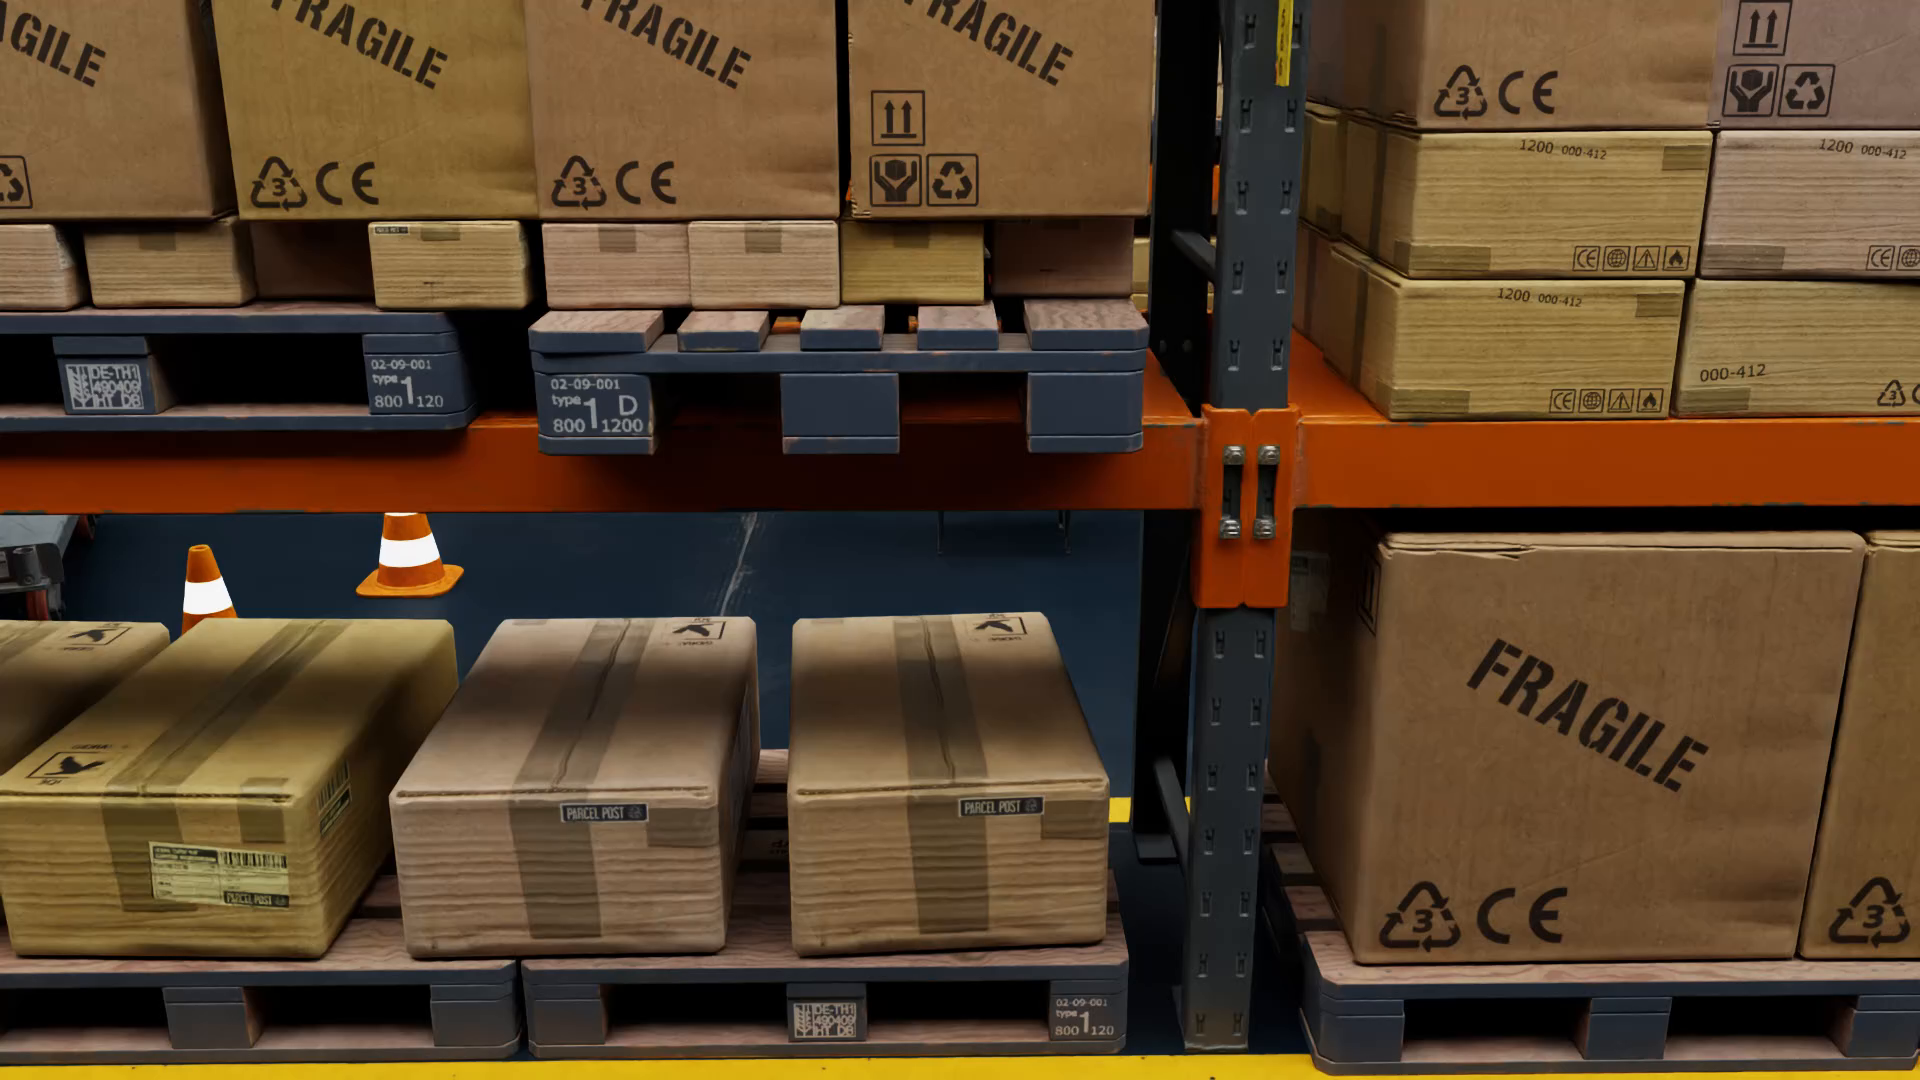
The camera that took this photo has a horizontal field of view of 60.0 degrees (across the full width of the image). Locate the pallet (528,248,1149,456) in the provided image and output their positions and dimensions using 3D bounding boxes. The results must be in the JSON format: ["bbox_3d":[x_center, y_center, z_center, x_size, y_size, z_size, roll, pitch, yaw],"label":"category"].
[{"bbox_3d":[-0.204,-0.423,3.270,1.003,0.211,1.213,0,18,-1],"label":"pallet"}]

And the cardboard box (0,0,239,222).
[{"bbox_3d":[-1.510,-0.842,2.922,0.500,0.500,0.500,-1,18,-3],"label":"cardboard box"}]

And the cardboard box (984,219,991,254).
[{"bbox_3d":[0.179,-0.686,3.499,0.250,0.149,0.380,-1,18,-4],"label":"cardboard box"}]

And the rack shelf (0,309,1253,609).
[{"bbox_3d":[-1.492,-0.198,3.433,4.000,0.370,1.077,0,18,-1],"label":"rack shelf"}]

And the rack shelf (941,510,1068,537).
[{"bbox_3d":[0.166,-0.321,6.447,0.480,0.518,0.431,0,18,-1],"label":"rack shelf"}]

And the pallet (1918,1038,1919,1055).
[{"bbox_3d":[2.514,0.792,3.735,1.213,0.211,1.003,0,18,-1],"label":"pallet"}]

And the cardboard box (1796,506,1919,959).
[{"bbox_3d":[2.091,0.280,3.554,0.875,0.875,0.875,0,18,0],"label":"cardboard box"}]

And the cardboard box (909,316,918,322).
[{"bbox_3d":[-0.282,-1.215,8.420,0.750,0.750,1.050,-1,18,-2],"label":"cardboard box"}]

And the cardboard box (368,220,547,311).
[{"bbox_3d":[-0.862,-0.515,2.965,0.250,0.149,0.380,0,18,0],"label":"cardboard box"}]

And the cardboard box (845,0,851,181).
[{"bbox_3d":[-0.467,-1.004,3.427,0.500,0.500,0.500,1,18,2],"label":"cardboard box"}]

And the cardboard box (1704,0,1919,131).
[{"bbox_3d":[1.500,-1.007,2.976,0.500,0.500,0.500,0,18,-1],"label":"cardboard box"}]

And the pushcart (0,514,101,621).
[{"bbox_3d":[-3.578,0.021,5.863,0.936,0.377,1.648,-7,19,-20],"label":"pushcart"}]

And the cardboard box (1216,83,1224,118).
[{"bbox_3d":[1.317,-2.085,7.861,0.250,0.149,0.380,1,18,2],"label":"cardboard box"}]

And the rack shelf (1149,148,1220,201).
[{"bbox_3d":[2.328,-1.729,8.204,4.000,0.370,1.077,0,18,-1],"label":"rack shelf"}]

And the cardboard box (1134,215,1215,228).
[{"bbox_3d":[1.008,-1.512,8.527,0.500,0.250,0.500,-1,18,-2],"label":"cardboard box"}]

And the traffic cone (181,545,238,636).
[{"bbox_3d":[-2.274,0.243,5.032,0.334,0.463,0.336,0,18,-1],"label":"traffic cone"}]

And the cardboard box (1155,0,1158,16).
[{"bbox_3d":[1.734,-4.103,12.622,0.637,0.503,0.797,0,18,0],"label":"cardboard box"}]

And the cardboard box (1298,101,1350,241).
[{"bbox_3d":[0.988,-0.797,3.549,0.500,0.250,0.500,0,18,-1],"label":"cardboard box"}]

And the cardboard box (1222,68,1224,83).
[{"bbox_3d":[1.353,-2.229,7.822,0.250,0.149,0.380,-1,18,-3],"label":"cardboard box"}]

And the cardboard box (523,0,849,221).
[{"bbox_3d":[-0.460,-0.847,2.938,0.500,0.500,0.500,-1,18,-2],"label":"cardboard box"}]

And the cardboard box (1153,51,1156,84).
[{"bbox_3d":[0.814,-2.225,7.809,0.250,0.149,0.380,1,18,2],"label":"cardboard box"}]

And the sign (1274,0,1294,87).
[{"bbox_3d":[0.525,-0.898,2.672,0.005,0.325,0.100,0,18,-1],"label":"sign"}]

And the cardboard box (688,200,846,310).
[{"bbox_3d":[-0.335,-0.519,2.979,0.250,0.149,0.380,0,18,-1],"label":"cardboard box"}]

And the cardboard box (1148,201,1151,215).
[{"bbox_3d":[1.041,-2.762,13.039,0.875,0.875,1.225,-1,18,-3],"label":"cardboard box"}]

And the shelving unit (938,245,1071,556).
[{"bbox_3d":[0.166,-1.001,6.229,0.503,2.100,0.431,0,18,-1],"label":"shelving unit"}]

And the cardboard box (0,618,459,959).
[{"bbox_3d":[-1.554,0.508,3.666,0.625,0.372,0.950,0,18,1],"label":"cardboard box"}]

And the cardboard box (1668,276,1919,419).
[{"bbox_3d":[1.514,-0.412,3.168,0.500,0.250,0.500,-1,18,-2],"label":"cardboard box"}]

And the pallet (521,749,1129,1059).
[{"bbox_3d":[-0.274,0.781,3.769,1.213,0.211,1.003,0,18,-1],"label":"pallet"}]

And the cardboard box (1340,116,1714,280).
[{"bbox_3d":[1.018,-0.644,3.072,0.500,0.250,0.500,0,18,-1],"label":"cardboard box"}]

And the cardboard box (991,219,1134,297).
[{"bbox_3d":[0.183,-0.557,3.098,0.250,0.149,0.380,0,18,1],"label":"cardboard box"}]

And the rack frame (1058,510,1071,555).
[{"bbox_3d":[0.409,-1.002,6.233,0.015,2.100,0.400,0,18,-1],"label":"rack frame"}]

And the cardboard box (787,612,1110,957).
[{"bbox_3d":[-0.058,0.500,3.691,0.625,0.372,0.950,-1,18,-5],"label":"cardboard box"}]

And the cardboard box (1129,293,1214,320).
[{"bbox_3d":[1.039,-0.997,8.150,0.500,0.500,0.500,-1,18,-3],"label":"cardboard box"}]

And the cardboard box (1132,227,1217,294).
[{"bbox_3d":[1.021,-1.358,8.047,0.500,0.250,0.500,-1,18,-3],"label":"cardboard box"}]

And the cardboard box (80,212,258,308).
[{"bbox_3d":[-1.365,-0.526,2.999,0.250,0.149,0.380,-1,18,-3],"label":"cardboard box"}]
